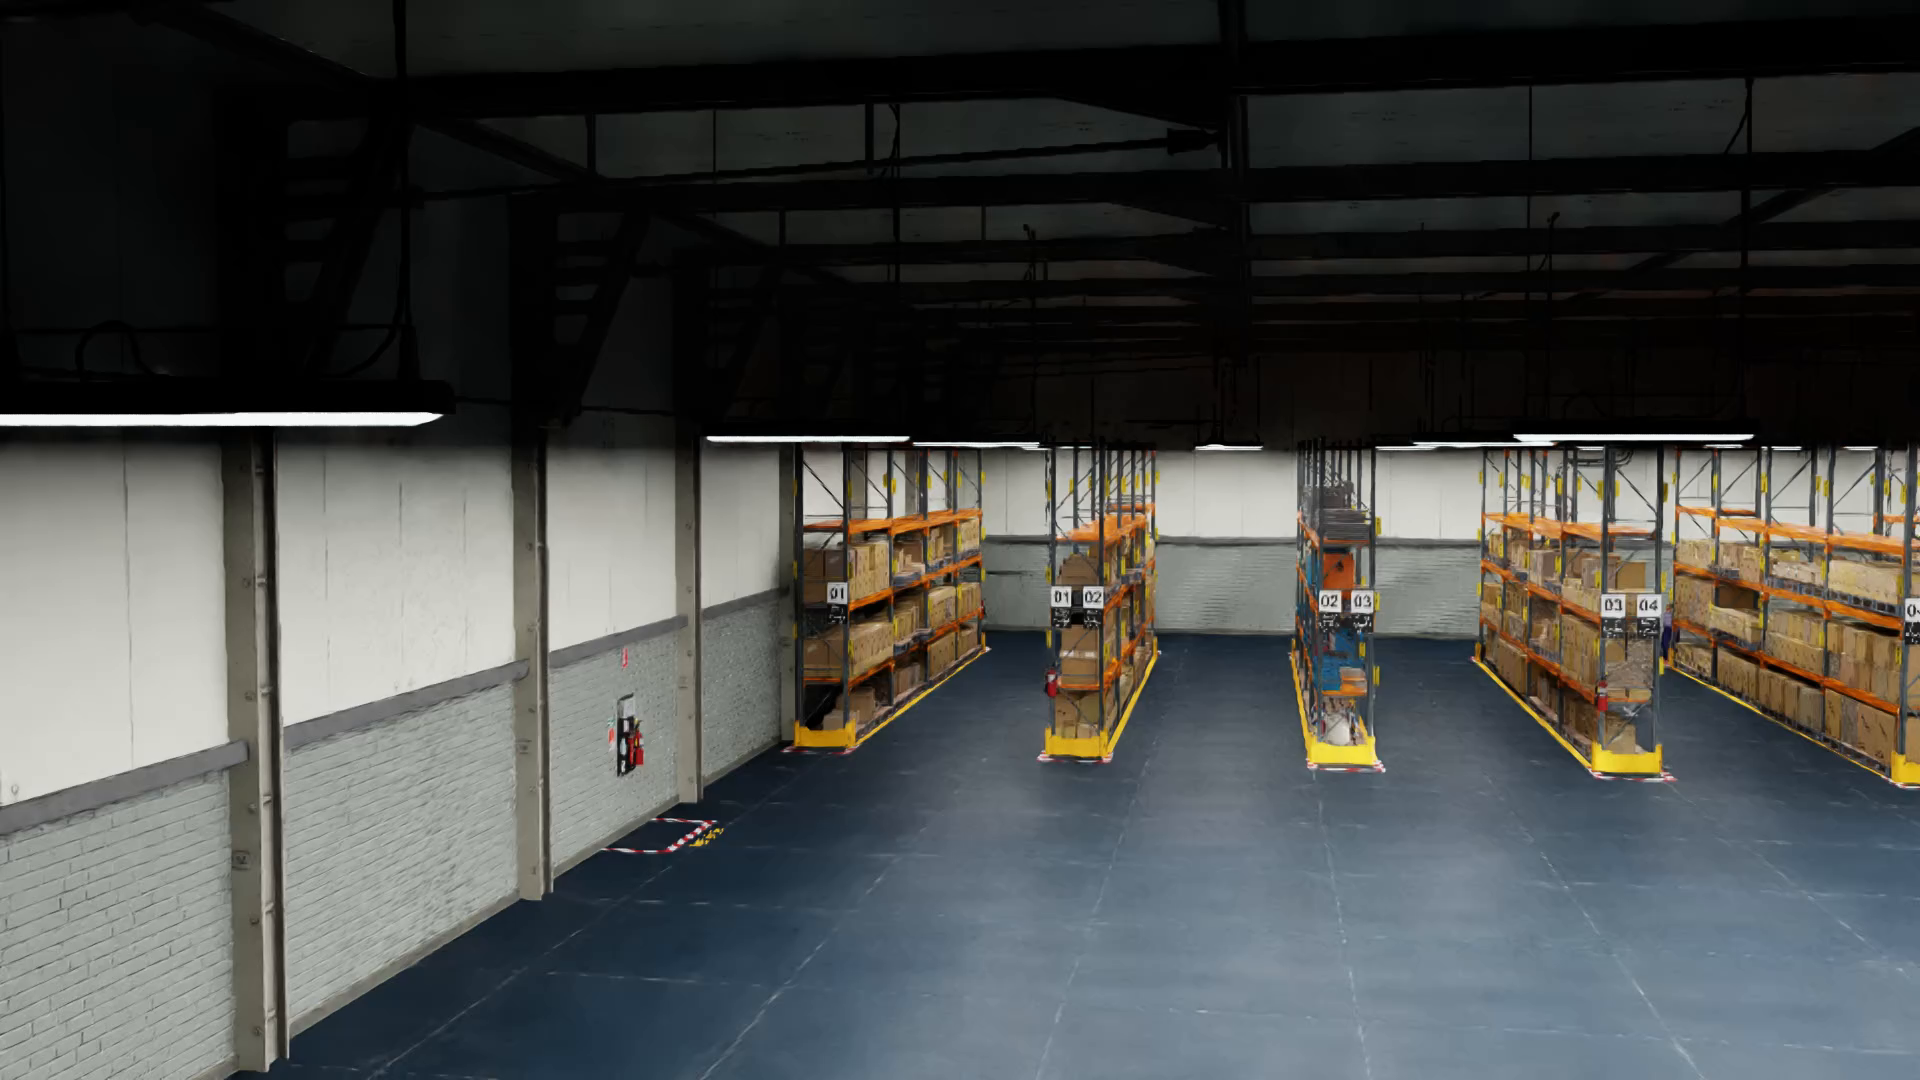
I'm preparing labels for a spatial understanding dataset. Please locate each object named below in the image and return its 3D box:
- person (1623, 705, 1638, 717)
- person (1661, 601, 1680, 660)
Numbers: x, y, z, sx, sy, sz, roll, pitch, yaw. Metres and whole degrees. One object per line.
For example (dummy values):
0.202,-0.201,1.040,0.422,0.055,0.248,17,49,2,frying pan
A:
14.463,2.990,35.833,0.435,1.671,0.492,-1,3,-16,person
19.542,2.498,45.635,0.558,1.638,0.546,-1,3,-22,person
